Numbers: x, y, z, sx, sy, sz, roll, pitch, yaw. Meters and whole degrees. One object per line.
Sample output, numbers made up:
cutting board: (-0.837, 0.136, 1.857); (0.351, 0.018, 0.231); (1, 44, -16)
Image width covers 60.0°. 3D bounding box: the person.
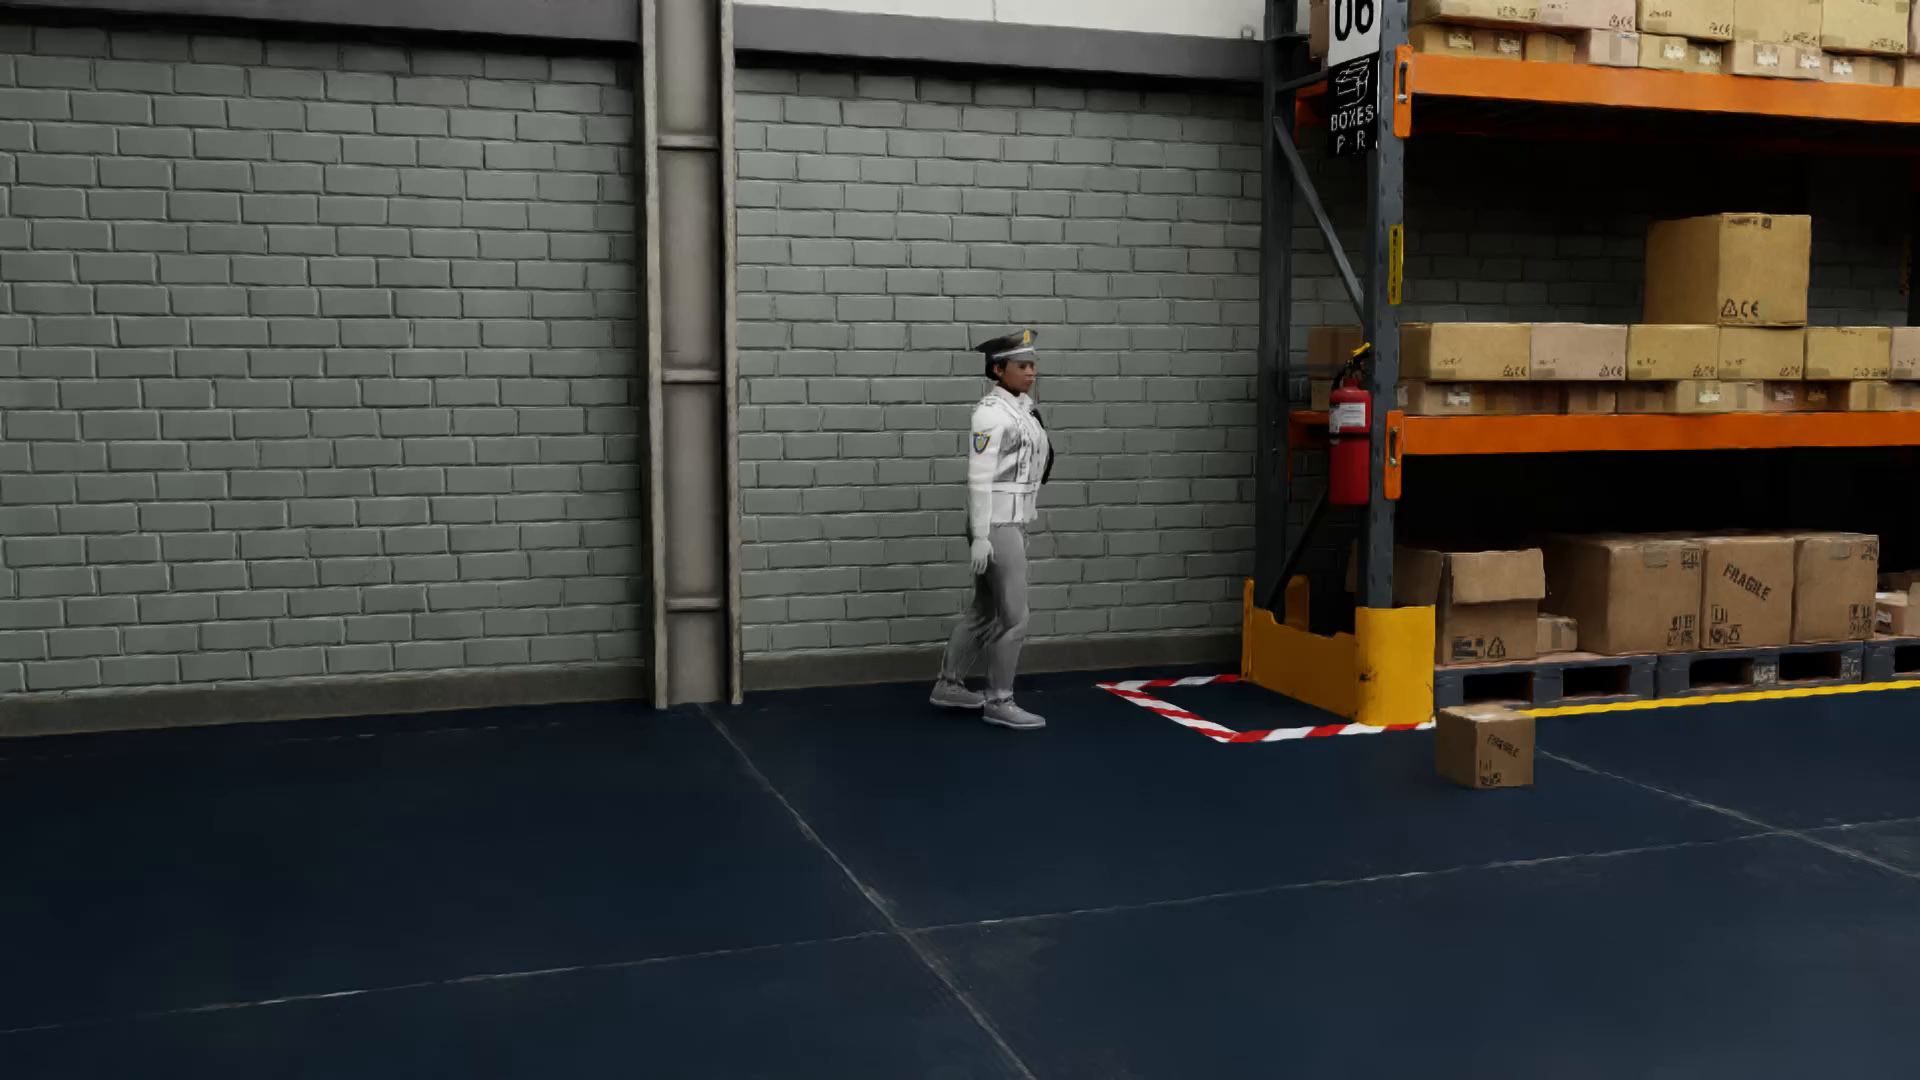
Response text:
person: (13.605, -2.013, 5.558); (27.146, 5.866, 5.702); (2, 6, 16)
